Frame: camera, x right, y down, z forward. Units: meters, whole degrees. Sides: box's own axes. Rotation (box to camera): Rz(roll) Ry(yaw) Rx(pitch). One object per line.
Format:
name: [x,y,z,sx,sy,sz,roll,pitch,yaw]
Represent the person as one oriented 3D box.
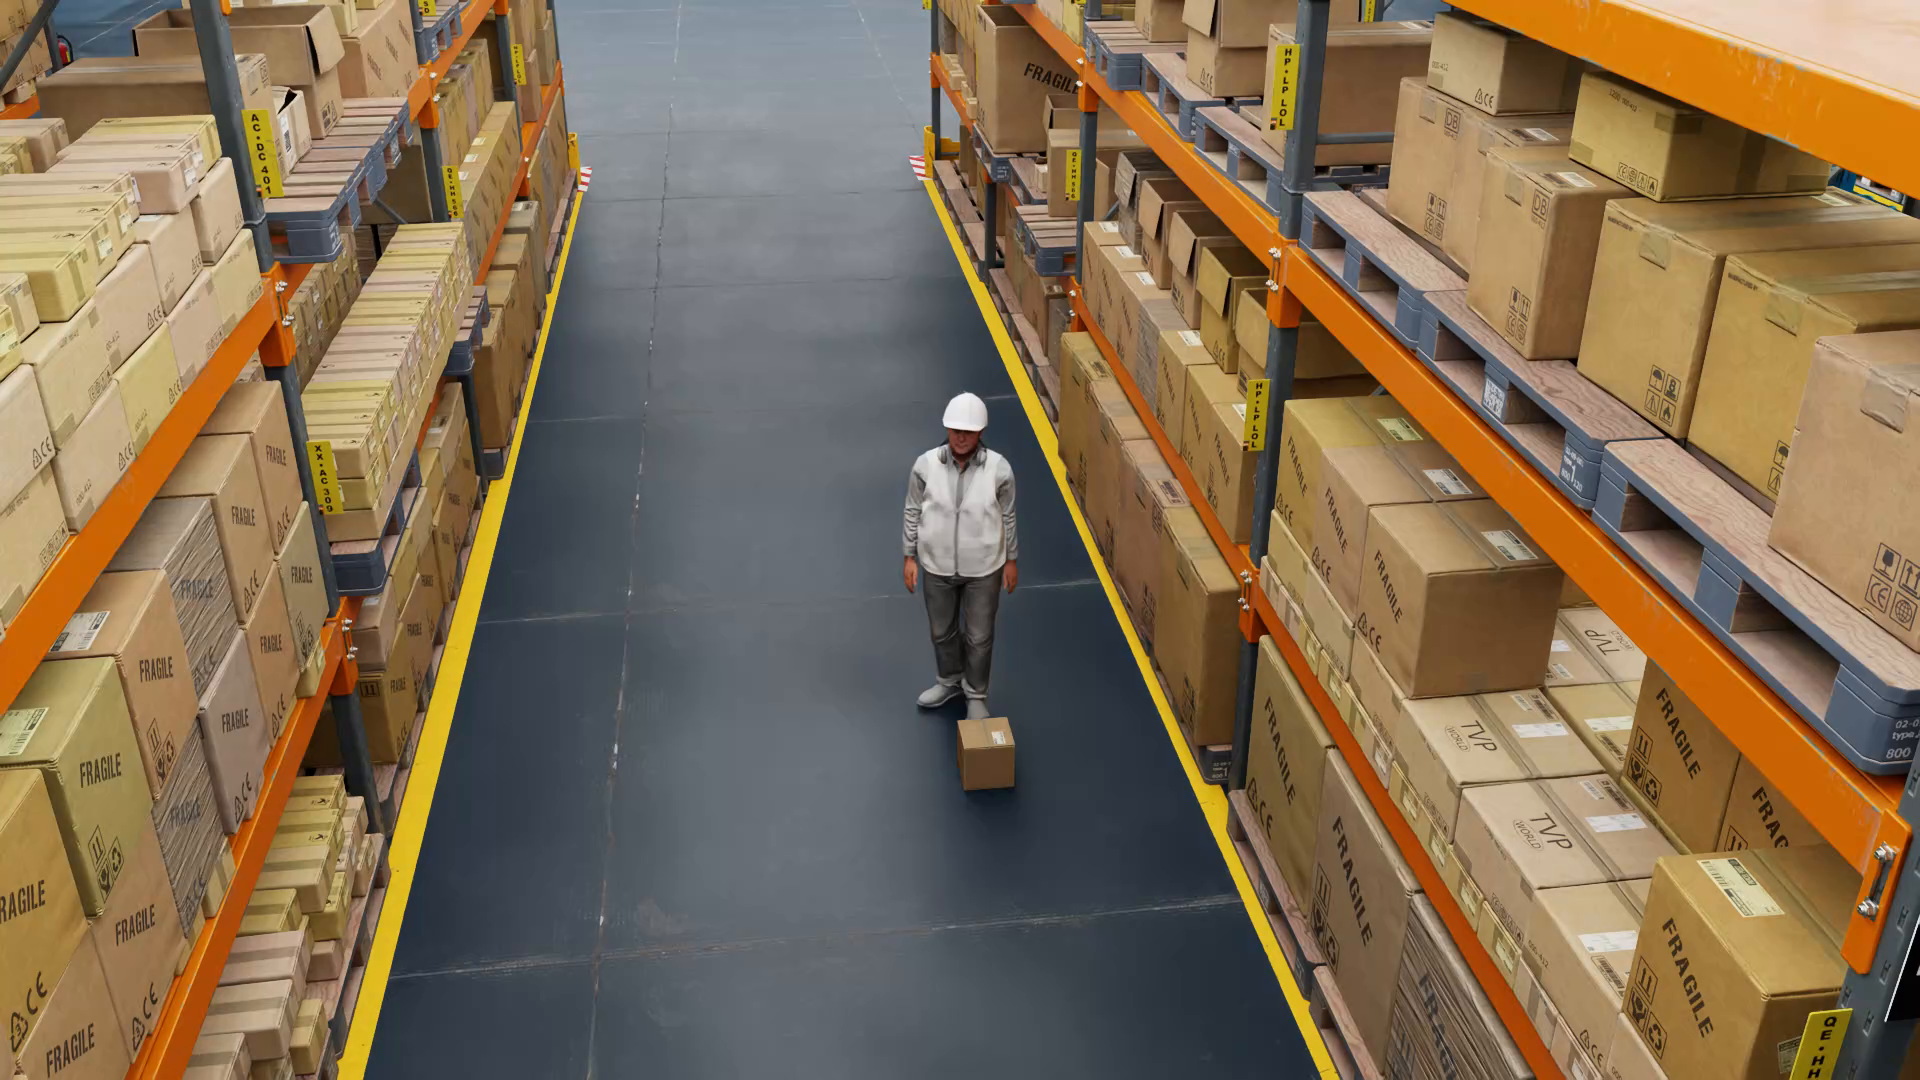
person: [-0.002,0.103,8.355,0.581,1.769,0.402,3,27,6]
